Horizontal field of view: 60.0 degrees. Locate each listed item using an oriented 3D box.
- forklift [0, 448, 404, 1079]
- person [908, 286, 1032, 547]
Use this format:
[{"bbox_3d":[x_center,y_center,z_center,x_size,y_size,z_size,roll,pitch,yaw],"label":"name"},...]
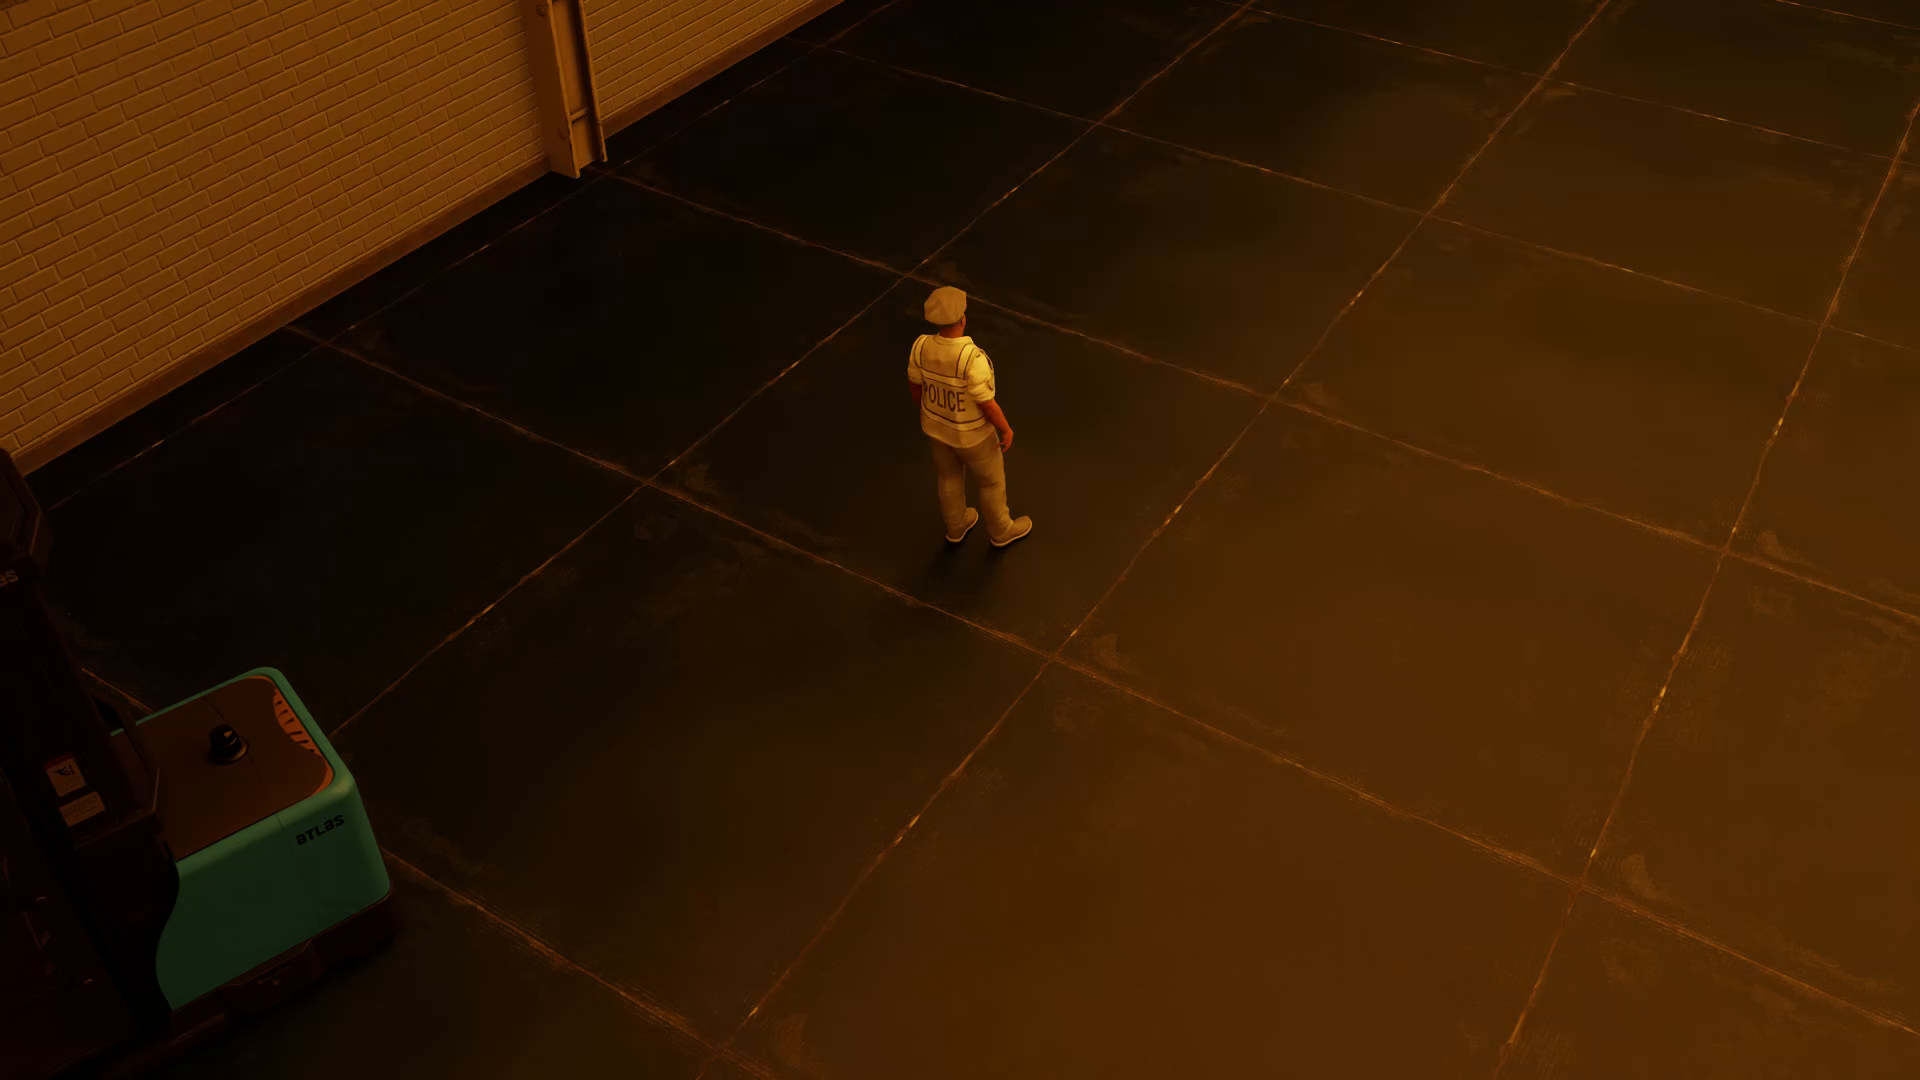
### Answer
[{"bbox_3d":[-4.135,1.114,6.652,3.031,2.935,1.130,-27,47,-28],"label":"forklift"},{"bbox_3d":[0.052,-0.723,9.698,0.640,1.781,0.575,22,45,24],"label":"person"}]
